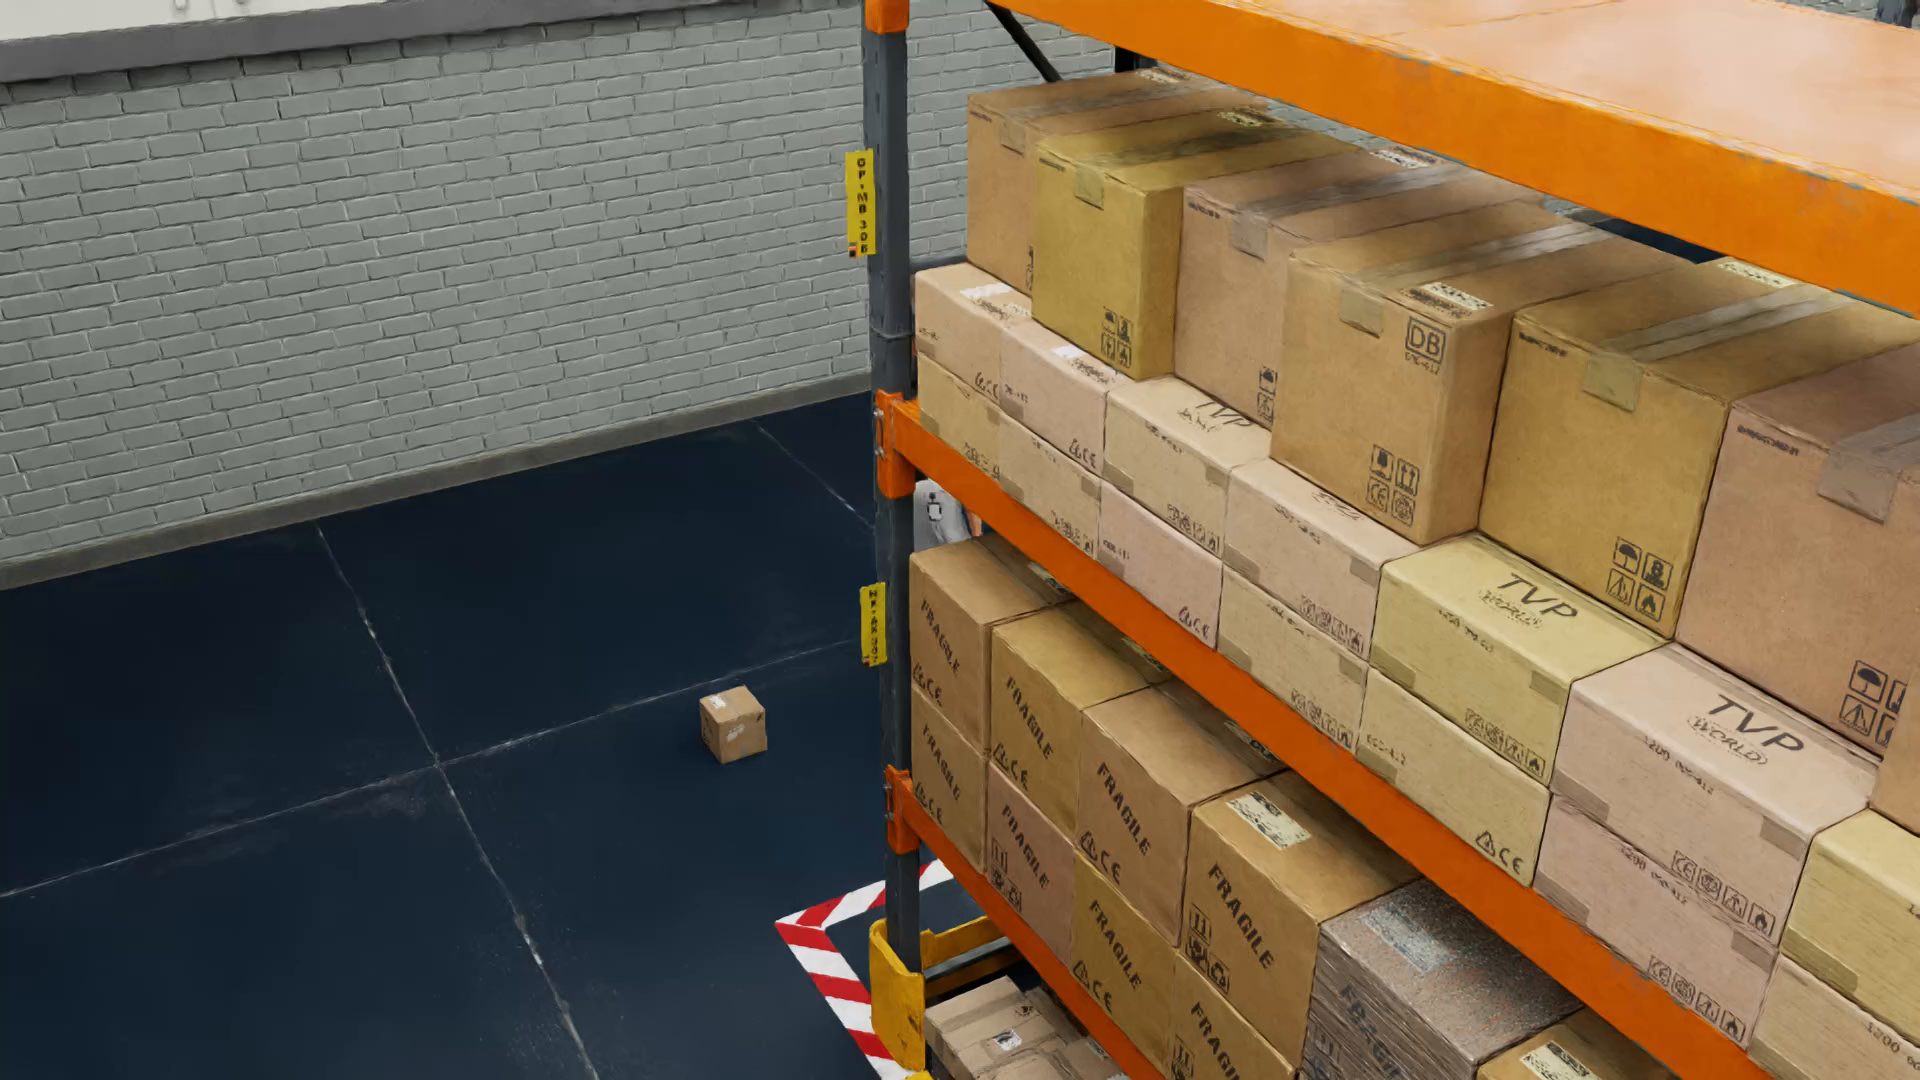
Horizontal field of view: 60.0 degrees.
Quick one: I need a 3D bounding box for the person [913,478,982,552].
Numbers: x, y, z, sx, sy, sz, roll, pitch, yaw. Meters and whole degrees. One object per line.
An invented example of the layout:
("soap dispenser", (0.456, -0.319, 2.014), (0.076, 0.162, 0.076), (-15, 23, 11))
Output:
("person", (-0.105, 0.040, 8.482), (0.510, 1.651, 0.526), (9, 30, 16))
